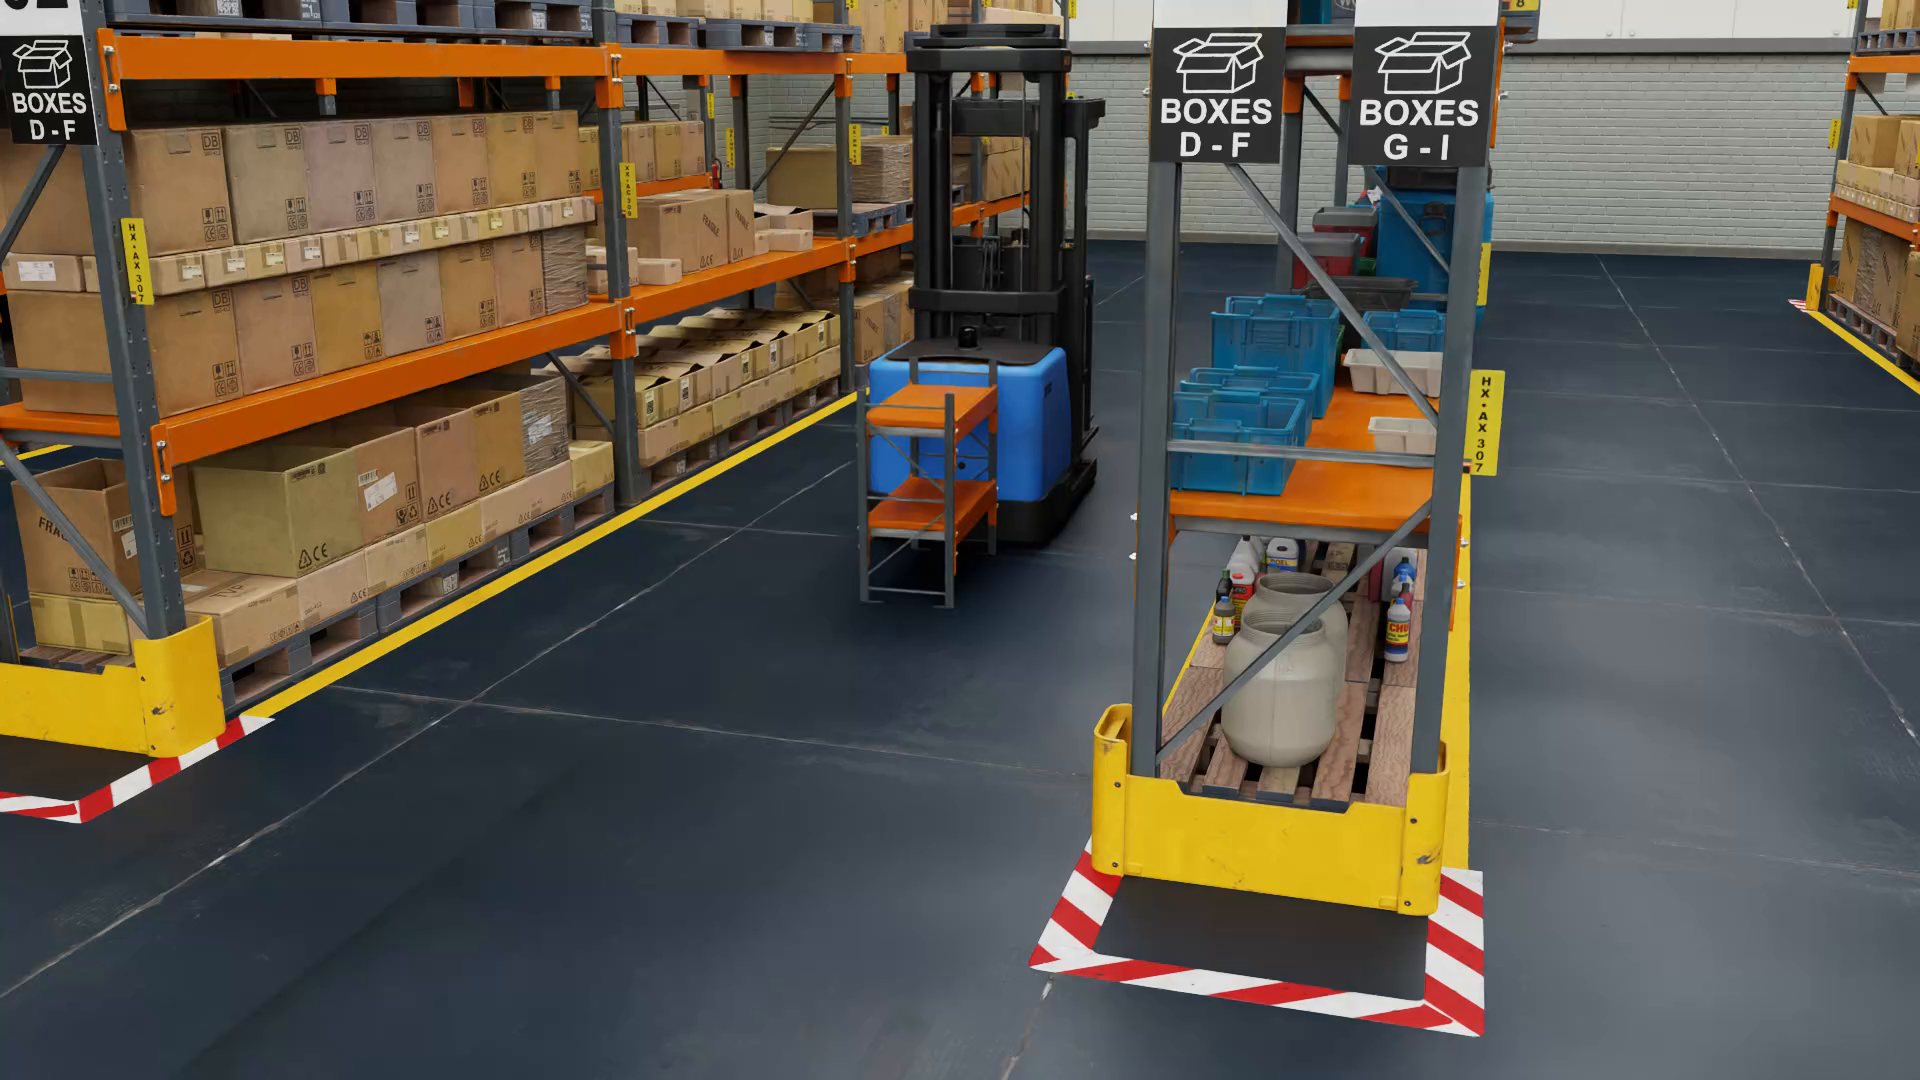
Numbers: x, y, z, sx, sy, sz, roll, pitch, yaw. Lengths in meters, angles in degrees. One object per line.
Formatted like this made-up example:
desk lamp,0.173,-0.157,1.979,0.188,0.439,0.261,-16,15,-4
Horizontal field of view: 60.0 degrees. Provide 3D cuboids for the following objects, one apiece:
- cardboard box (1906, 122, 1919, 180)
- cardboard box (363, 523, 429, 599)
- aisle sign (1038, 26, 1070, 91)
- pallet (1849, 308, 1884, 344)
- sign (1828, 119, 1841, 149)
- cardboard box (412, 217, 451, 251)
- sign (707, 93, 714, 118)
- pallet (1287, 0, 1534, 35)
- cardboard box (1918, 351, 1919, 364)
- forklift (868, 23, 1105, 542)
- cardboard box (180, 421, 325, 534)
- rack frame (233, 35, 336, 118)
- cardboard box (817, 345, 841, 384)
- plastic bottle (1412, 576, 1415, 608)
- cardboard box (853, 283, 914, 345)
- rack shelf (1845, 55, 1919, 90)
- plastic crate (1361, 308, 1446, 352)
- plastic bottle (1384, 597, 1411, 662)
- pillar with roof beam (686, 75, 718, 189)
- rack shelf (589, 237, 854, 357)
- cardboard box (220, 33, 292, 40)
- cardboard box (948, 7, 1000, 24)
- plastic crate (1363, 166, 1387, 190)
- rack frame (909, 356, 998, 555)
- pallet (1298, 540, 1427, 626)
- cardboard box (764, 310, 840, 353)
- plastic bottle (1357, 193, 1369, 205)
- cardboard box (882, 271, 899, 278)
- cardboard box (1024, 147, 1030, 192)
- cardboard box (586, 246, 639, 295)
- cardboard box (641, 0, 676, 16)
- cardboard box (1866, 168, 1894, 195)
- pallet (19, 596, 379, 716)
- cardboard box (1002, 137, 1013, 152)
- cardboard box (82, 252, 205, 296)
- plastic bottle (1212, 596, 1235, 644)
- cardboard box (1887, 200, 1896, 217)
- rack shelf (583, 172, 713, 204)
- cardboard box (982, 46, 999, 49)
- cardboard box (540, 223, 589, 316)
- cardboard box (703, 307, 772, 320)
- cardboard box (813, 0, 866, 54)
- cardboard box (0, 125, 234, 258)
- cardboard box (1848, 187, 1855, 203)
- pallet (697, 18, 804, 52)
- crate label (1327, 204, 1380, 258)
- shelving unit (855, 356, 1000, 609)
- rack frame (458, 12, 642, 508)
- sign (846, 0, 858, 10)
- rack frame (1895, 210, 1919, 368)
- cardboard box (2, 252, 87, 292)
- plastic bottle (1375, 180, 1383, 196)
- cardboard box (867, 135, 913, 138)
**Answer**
cardboard box,9.109,-3.597,15.369,0.500,0.500,0.500,5,17,17
cardboard box,-3.026,0.082,8.313,0.500,0.250,0.500,5,16,16
aisle sign,1.188,-6.085,21.020,0.394,0.787,0.004,5,16,16
pallet,9.870,-2.196,17.184,1.003,0.211,1.213,5,16,16
sign,9.841,-4.570,18.712,0.100,0.325,0.005,5,16,16
cardboard box,-2.843,-1.571,8.499,0.380,0.149,0.250,5,17,18
sign,-3.360,-5.848,22.395,0.100,0.325,0.005,5,16,16
pallet,1.404,-1.830,5.633,1.003,0.211,1.213,5,16,16
cardboard box,8.819,-1.801,13.807,1.225,0.875,0.875,4,16,14
forklift,0.304,-1.756,10.651,1.130,2.935,3.031,4,16,13
cardboard box,-3.535,-0.320,8.356,0.500,0.500,0.500,5,16,16
rack frame,-6.150,-3.130,15.368,1.000,3.000,0.127,5,16,16
cardboard box,-1.315,-1.470,13.783,0.500,0.250,0.500,5,17,17
plastic bottle,2.102,0.220,7.878,0.097,0.201,0.097,0,16,0
cardboard box,-0.705,-2.121,15.585,0.500,0.500,0.500,4,16,15
rack shelf,9.803,-4.644,16.528,1.077,0.370,4.000,5,16,16
plastic crate,2.158,-0.933,7.895,0.499,0.251,0.616,5,16,16
plastic bottle,1.890,0.382,7.179,0.097,0.271,0.097,0,16,0
pillar with roof beam,0.189,-8.549,23.478,9.100,9.000,0.400,5,16,16
rack shelf,-1.967,-1.878,12.270,1.077,0.370,4.000,5,16,16
cardboard box,-6.095,-4.331,14.230,0.500,0.311,0.500,5,16,16
cardboard box,0.114,-5.513,17.630,0.500,0.250,0.500,5,16,16
plastic crate,4.291,-3.578,16.867,0.392,0.384,0.575,5,16,16
rack frame,-0.038,-0.473,9.435,0.500,1.125,0.032,4,16,13
pallet,1.982,0.199,8.742,1.003,0.211,1.213,5,16,16
cardboard box,-1.312,-1.740,13.708,0.500,0.311,0.500,5,17,17
plastic bottle,3.465,-2.814,14.345,0.144,0.351,0.185,5,16,16
cardboard box,-0.923,-2.424,16.654,0.500,0.500,0.500,5,17,17
cardboard box,0.574,-4.352,19.492,0.500,0.500,0.500,4,16,15
cardboard box,-2.438,-1.760,10.814,0.500,0.250,0.500,6,17,19
cardboard box,-2.198,-3.578,10.954,0.500,0.250,0.500,3,16,10
cardboard box,9.545,-3.632,16.869,0.500,0.250,0.500,4,16,15
pallet,-3.495,0.484,7.735,1.003,0.211,1.213,5,16,16
cardboard box,0.288,-4.559,18.390,0.500,0.500,0.500,4,16,14
cardboard box,-3.354,-1.100,6.839,0.380,0.149,0.250,5,16,15
plastic bottle,1.177,0.351,7.416,0.097,0.201,0.097,0,16,0
cardboard box,9.226,-3.210,16.111,0.380,0.149,0.250,5,17,17
rack shelf,-4.444,-4.354,21.000,1.077,0.370,4.000,5,16,16
cardboard box,0.113,-5.272,17.698,0.500,0.250,0.500,5,16,16
cardboard box,-2.656,-1.632,9.903,0.700,0.500,0.500,4,16,14
cardboard box,-1.829,-1.782,13.855,0.500,0.311,0.500,5,17,18
cardboard box,-1.307,-4.355,14.005,0.910,0.500,0.500,5,16,16
cardboard box,-3.513,-1.461,6.923,0.700,0.500,0.500,5,16,16
cardboard box,9.737,-3.680,17.767,0.380,0.149,0.250,4,16,15
pallet,-1.821,-3.622,11.951,1.003,0.211,1.213,5,17,18
crate label,2.807,-2.140,11.812,0.502,0.435,0.616,5,16,16
shelving unit,-0.156,-0.338,8.959,0.538,1.125,1.048,4,16,13
rack frame,-2.536,-1.700,10.327,1.000,3.000,0.127,5,16,16
sign,-0.869,-4.432,13.367,0.100,0.325,0.005,5,16,16
rack frame,9.235,-3.024,14.995,1.000,3.000,0.127,5,16,16
cardboard box,-3.747,-1.129,6.940,0.380,0.149,0.250,4,16,15
plastic bottle,4.064,-3.307,16.082,0.144,0.351,0.185,5,16,16
cardboard box,-0.611,-3.937,17.260,0.700,0.500,0.500,-1,16,-3
